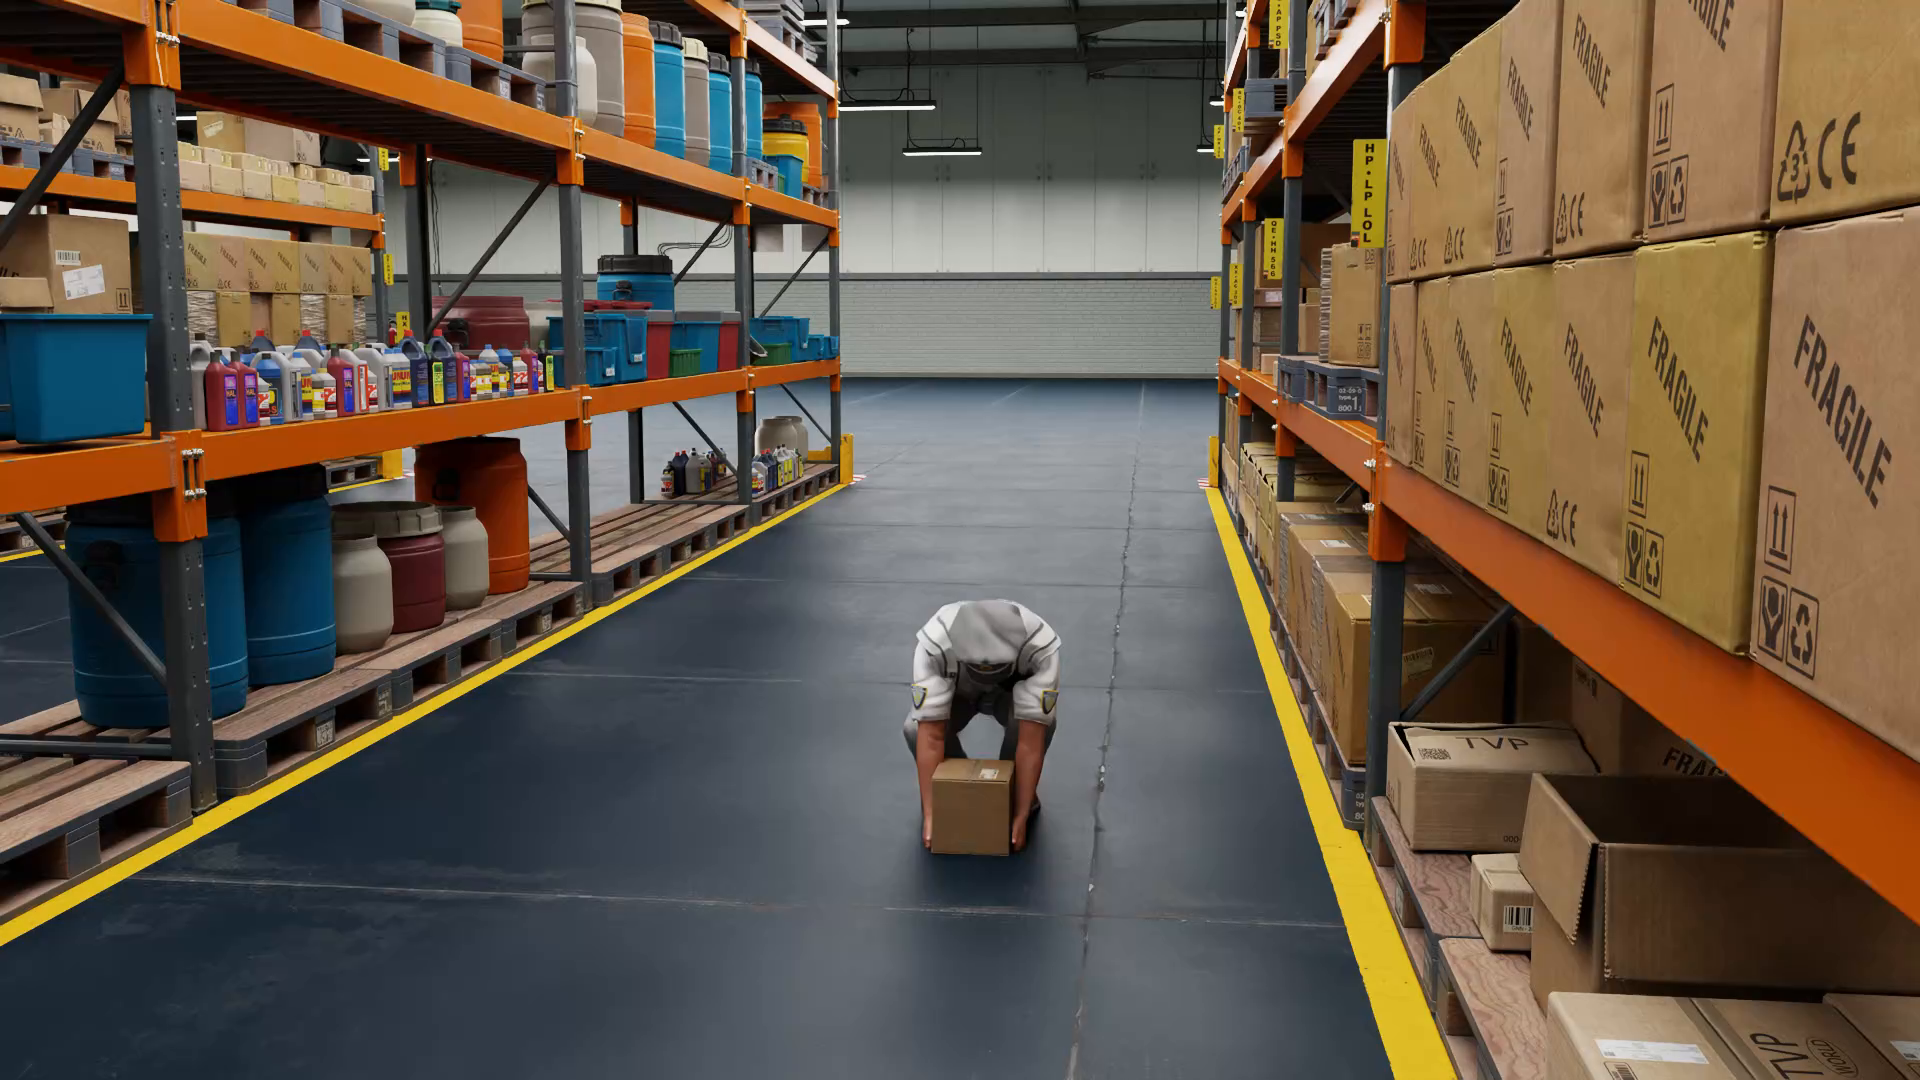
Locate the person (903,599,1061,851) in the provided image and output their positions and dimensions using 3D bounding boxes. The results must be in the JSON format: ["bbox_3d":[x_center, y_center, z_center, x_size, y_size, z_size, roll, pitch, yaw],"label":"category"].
[{"bbox_3d":[0.077,0.584,5.678,0.539,0.886,0.996,1,8,5],"label":"person"}]
